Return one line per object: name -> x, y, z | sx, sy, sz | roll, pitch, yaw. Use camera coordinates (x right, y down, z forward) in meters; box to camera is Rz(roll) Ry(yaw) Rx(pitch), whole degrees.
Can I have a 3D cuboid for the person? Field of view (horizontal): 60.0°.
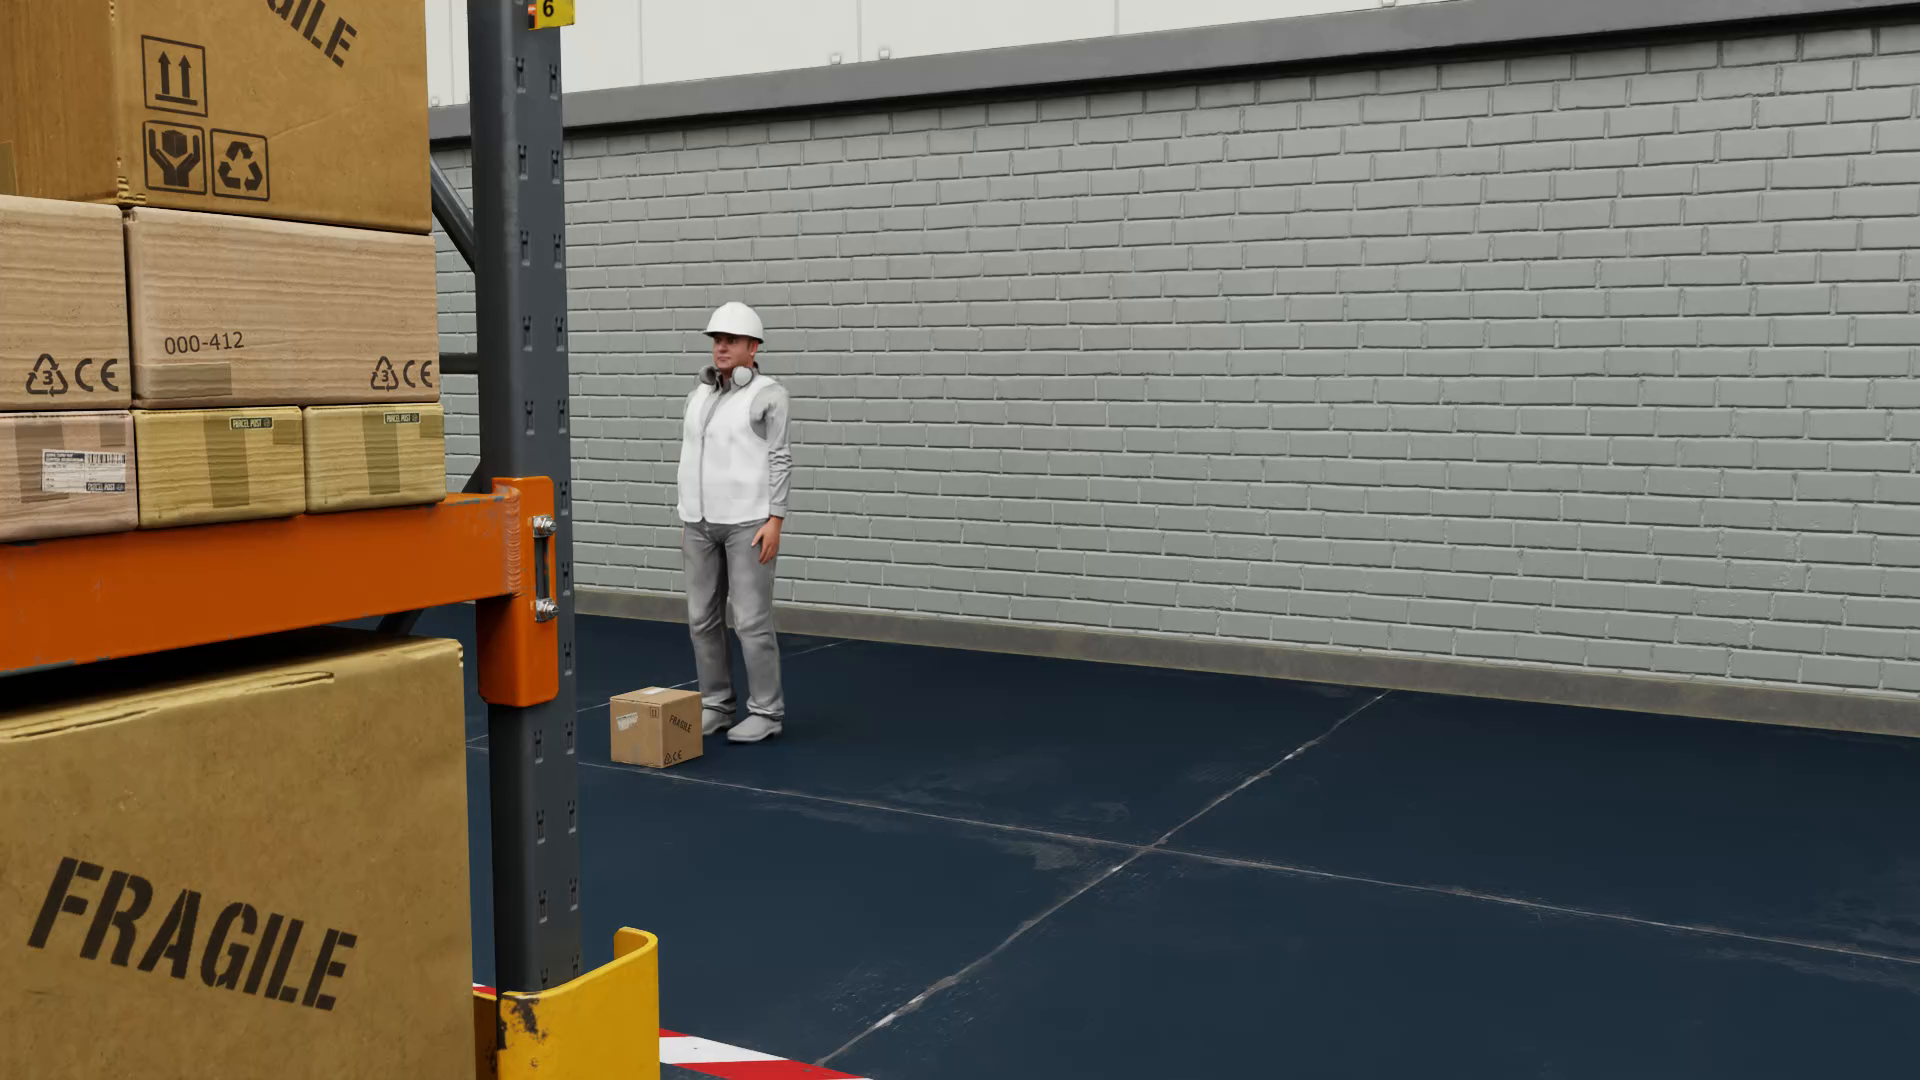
person -> -0.923, -0.076, 6.761 | 0.531, 1.768, 0.358 | 3, 7, 30
